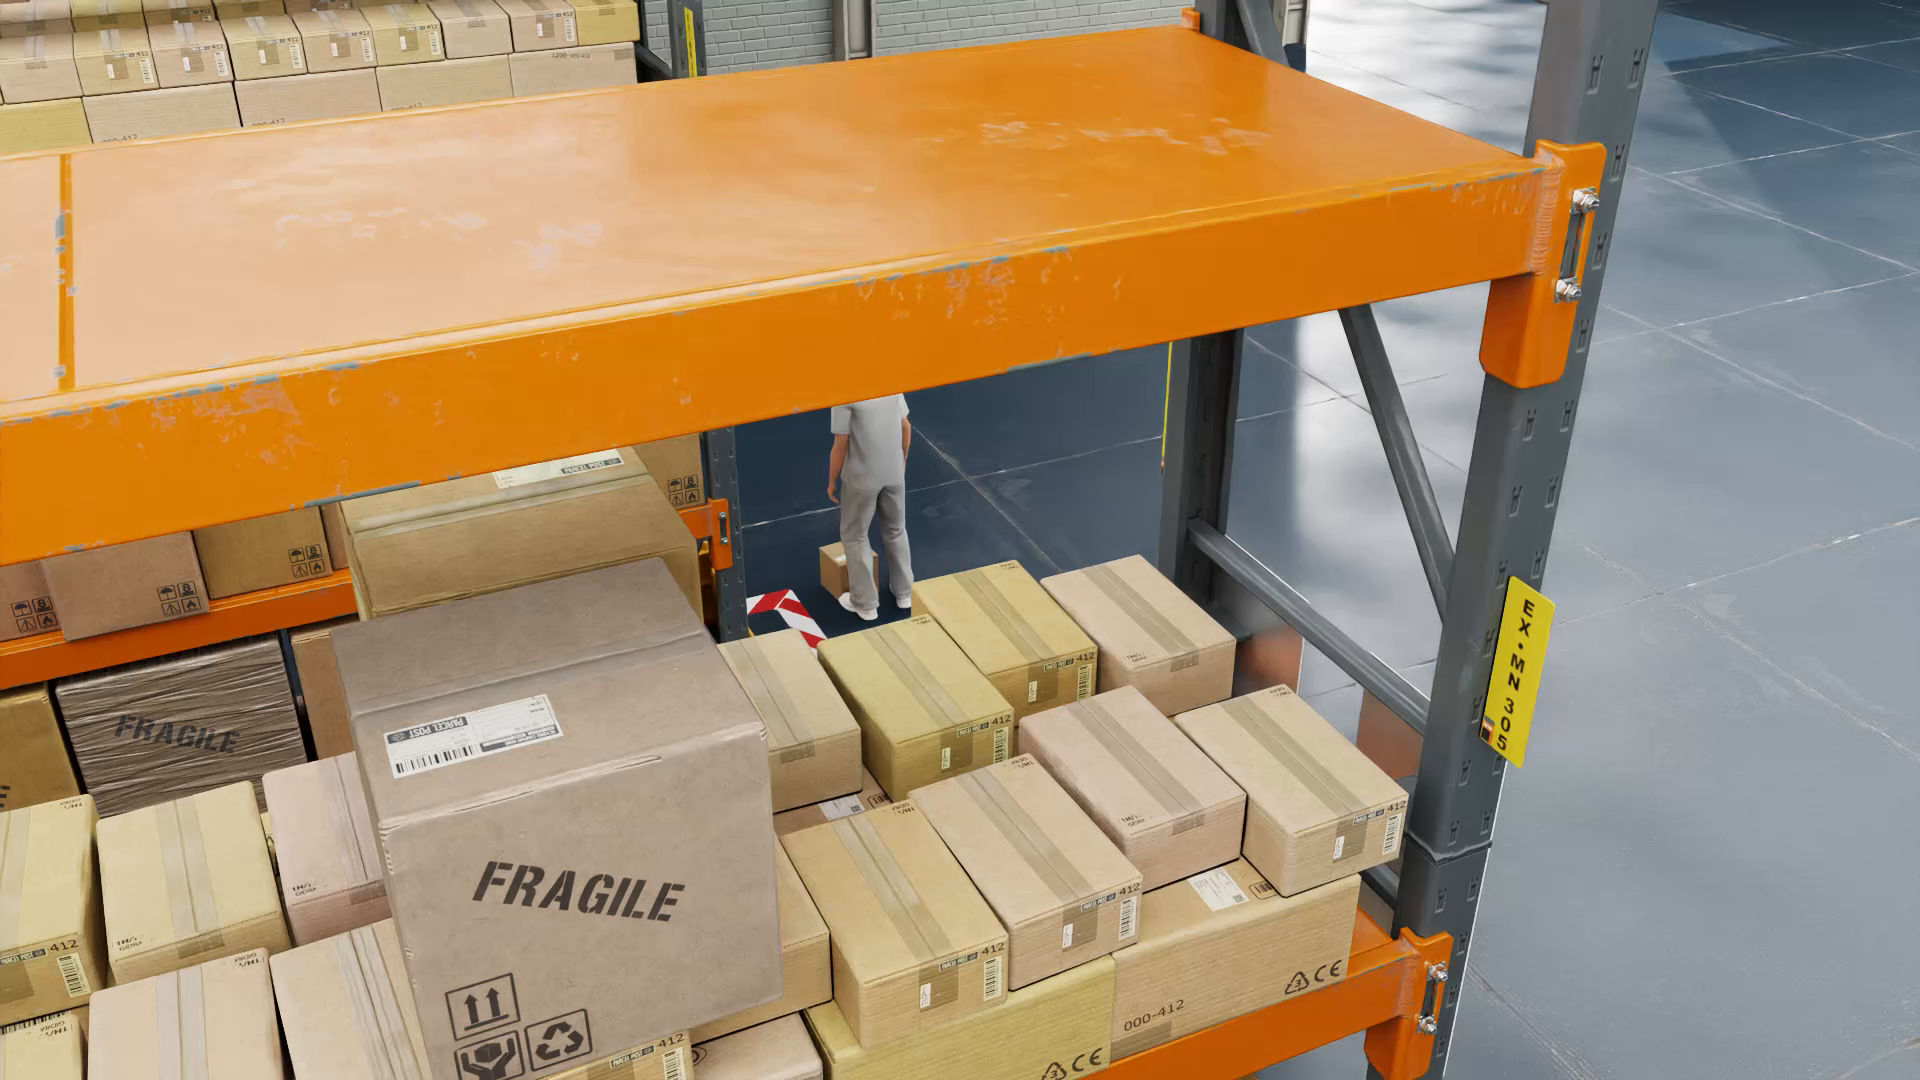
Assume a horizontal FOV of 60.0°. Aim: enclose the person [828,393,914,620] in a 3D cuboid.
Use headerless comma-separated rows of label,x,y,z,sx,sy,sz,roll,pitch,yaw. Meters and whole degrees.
person,-0.482,-0.348,9.061,0.512,1.673,0.353,-17,34,-28
